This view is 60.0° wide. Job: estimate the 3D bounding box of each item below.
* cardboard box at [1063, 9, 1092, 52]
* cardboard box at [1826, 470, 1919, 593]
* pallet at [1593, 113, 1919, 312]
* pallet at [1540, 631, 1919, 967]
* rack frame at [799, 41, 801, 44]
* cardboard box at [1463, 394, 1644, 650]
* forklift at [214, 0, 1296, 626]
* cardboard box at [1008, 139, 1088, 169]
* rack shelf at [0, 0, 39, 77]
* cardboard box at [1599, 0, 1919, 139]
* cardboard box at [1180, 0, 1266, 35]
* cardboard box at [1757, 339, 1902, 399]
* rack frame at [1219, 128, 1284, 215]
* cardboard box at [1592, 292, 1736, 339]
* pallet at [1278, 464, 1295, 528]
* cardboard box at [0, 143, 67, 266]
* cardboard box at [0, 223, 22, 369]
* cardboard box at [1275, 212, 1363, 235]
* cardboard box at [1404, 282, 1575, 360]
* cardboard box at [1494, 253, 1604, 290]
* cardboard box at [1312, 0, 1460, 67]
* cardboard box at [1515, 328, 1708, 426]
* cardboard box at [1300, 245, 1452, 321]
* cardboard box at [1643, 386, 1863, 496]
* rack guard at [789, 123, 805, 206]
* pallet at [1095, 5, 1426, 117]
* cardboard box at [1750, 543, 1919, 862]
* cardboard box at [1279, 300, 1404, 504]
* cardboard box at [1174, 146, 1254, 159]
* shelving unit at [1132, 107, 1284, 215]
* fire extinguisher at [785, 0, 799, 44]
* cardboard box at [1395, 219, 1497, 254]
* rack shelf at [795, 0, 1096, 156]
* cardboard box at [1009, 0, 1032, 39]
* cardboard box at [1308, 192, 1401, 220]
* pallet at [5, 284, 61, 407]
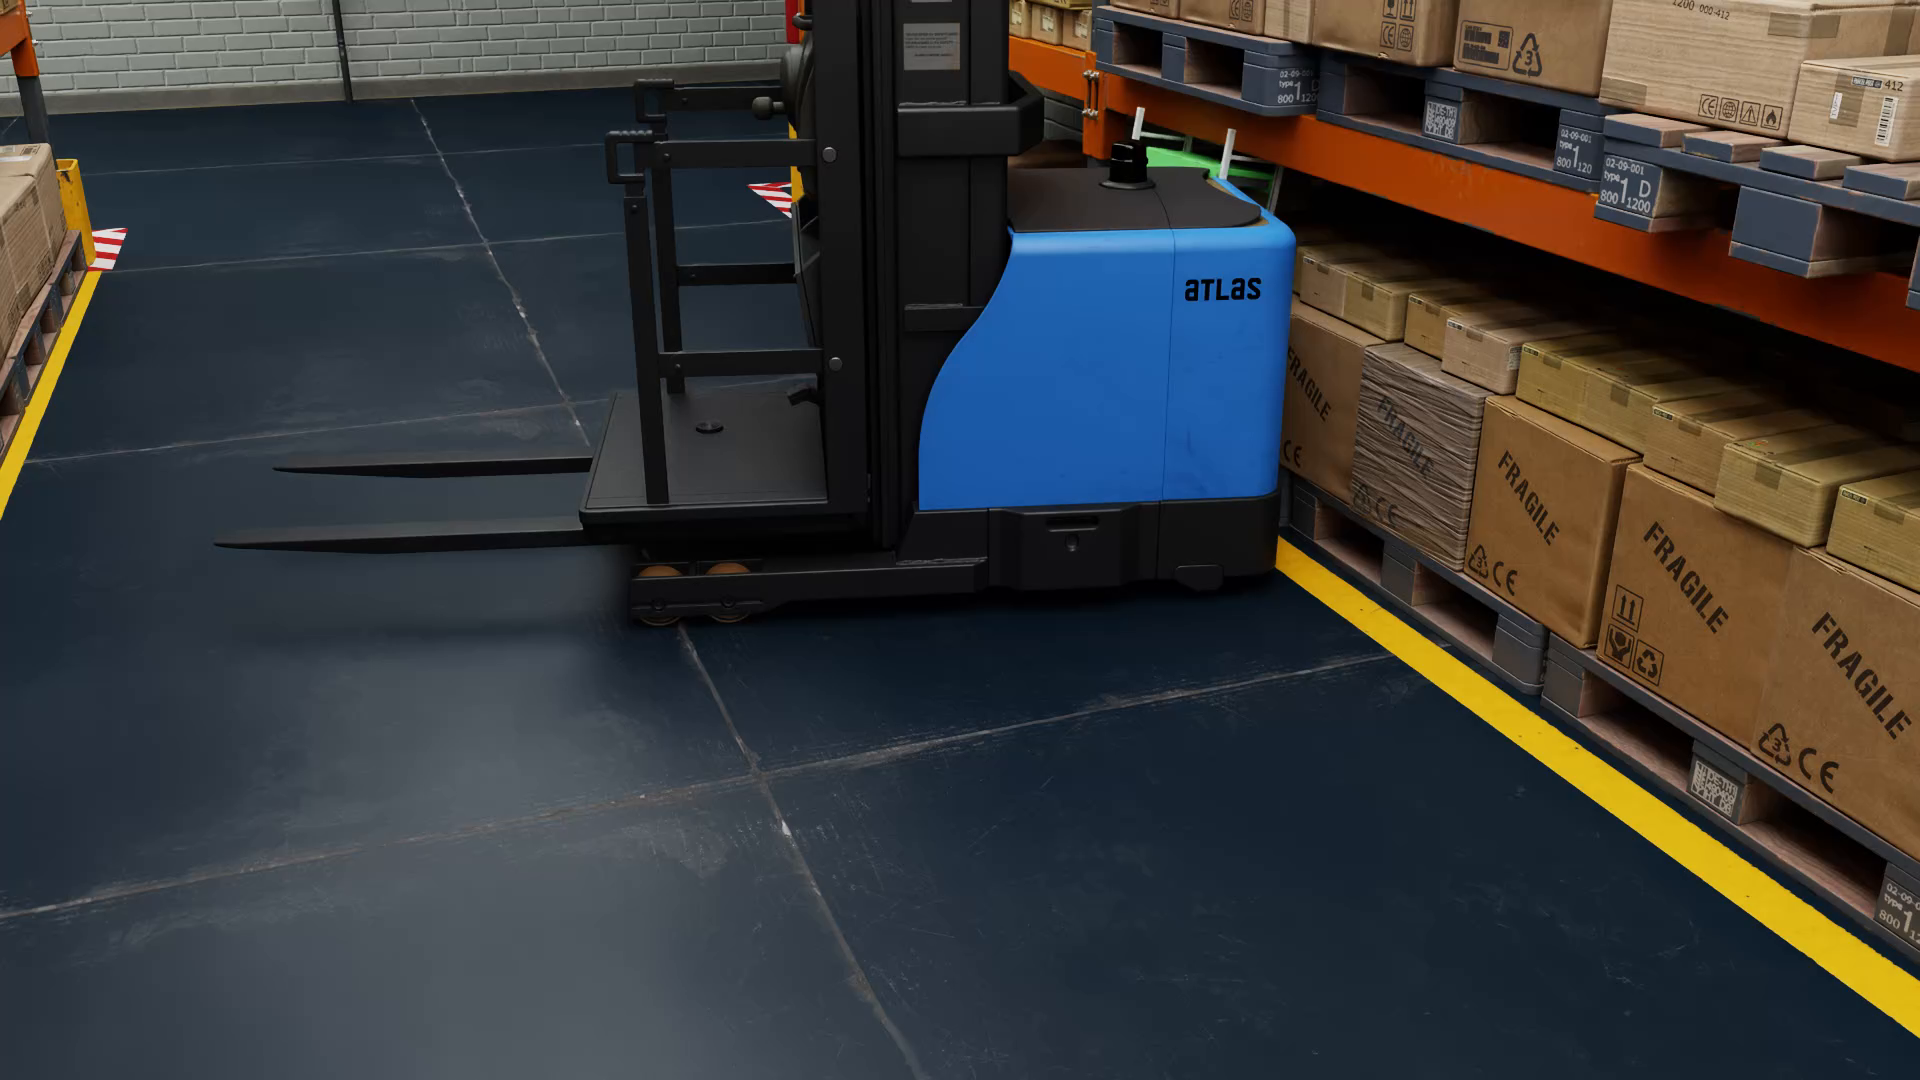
[{"bbox_3d":[0.616,-1.961,6.364,0.380,0.149,0.250,-8,24,-18],"label":"cardboard box"},{"bbox_3d":[1.967,-0.027,3.295,0.380,0.149,0.250,-10,25,-22],"label":"cardboard box"},{"bbox_3d":[2.073,-0.690,3.273,1.213,0.211,1.003,-8,24,-19],"label":"pallet"},{"bbox_3d":[2.150,0.466,3.872,1.003,0.211,1.213,-8,24,-19],"label":"pallet"},{"bbox_3d":[-0.448,-3.449,9.571,1.000,3.000,0.127,-8,24,-19],"label":"rack frame"},{"bbox_3d":[1.673,-0.081,4.258,0.500,0.500,0.500,-7,24,-17],"label":"cardboard box"},{"bbox_3d":[-0.619,-1.325,4.620,3.031,2.935,1.130,-2,23,-6],"label":"forklift"},{"bbox_3d":[0.312,-1.562,7.772,0.700,0.500,0.500,-9,25,-21],"label":"cardboard box"},{"bbox_3d":[-4.384,-1.708,6.367,1.077,0.370,4.000,-8,24,-19],"label":"rack shelf"},{"bbox_3d":[1.703,-1.005,3.426,0.500,0.250,0.500,-10,25,-21],"label":"cardboard box"},{"bbox_3d":[1.110,-1.840,5.085,0.700,0.500,0.500,-8,24,-18],"label":"cardboard box"},{"bbox_3d":[2.245,-0.406,4.194,0.380,0.149,0.250,-10,25,-21],"label":"cardboard box"},{"bbox_3d":[0.836,-0.699,5.338,0.240,1.200,0.015,-2,21,-31],"label":"rack frame"},{"bbox_3d":[1.979,-0.577,4.600,0.380,0.149,0.250,-8,24,-19],"label":"cardboard box"},{"bbox_3d":[1.288,-0.420,5.975,1.003,0.211,1.213,-8,24,-19],"label":"pallet"},{"bbox_3d":[-4.763,-1.553,7.831,0.875,0.438,0.875,-9,25,-21],"label":"cardboard box"},{"bbox_3d":[-4.115,-0.894,6.267,0.875,0.438,0.875,-9,25,-21],"label":"cardboard box"},{"bbox_3d":[1.115,-0.987,5.573,0.380,0.149,0.250,-10,25,-22],"label":"cardboard box"},{"bbox_3d":[1.486,-0.609,4.676,0.380,0.149,0.250,-8,24,-19],"label":"cardboard box"},{"bbox_3d":[1.862,-0.777,5.075,0.380,0.149,0.250,-8,24,-18],"label":"cardboard box"},{"bbox_3d":[1.387,-1.555,4.409,0.700,0.500,0.500,-8,24,-19],"label":"cardboard box"},{"bbox_3d":[1.650,-0.417,4.219,0.380,0.149,0.250,-9,24,-20],"label":"cardboard box"},{"bbox_3d":[1.277,-0.794,5.114,0.380,0.149,0.250,-8,24,-19],"label":"cardboard box"},{"bbox_3d":[1.790,-0.224,3.762,0.380,0.149,0.250,-9,25,-21],"label":"cardboard box"},{"bbox_3d":[-0.421,-2.269,9.991,1.175,0.500,0.348,-8,24,-19],"label":"rack guard"},{"bbox_3d":[1.145,-1.602,5.435,1.003,0.211,1.213,-8,24,-19],"label":"pallet"},{"bbox_3d":[2.028,0.292,3.373,0.500,0.500,0.500,-8,24,-17],"label":"cardboard box"},{"bbox_3d":[1.295,-0.456,5.149,0.500,0.500,0.500,-9,25,-21],"label":"cardboard box"},{"bbox_3d":[0.900,-1.315,5.966,0.380,0.149,0.250,-9,24,-20],"label":"cardboard box"},{"bbox_3d":[0.717,-0.783,5.534,0.258,1.200,0.503,-2,21,-31],"label":"shelving unit"},{"bbox_3d":[-0.932,-3.231,9.635,0.296,0.674,0.183,-8,24,-19],"label":"fire extinguisher"},{"bbox_3d":[1.672,-0.970,5.533,0.380,0.149,0.250,-10,25,-22],"label":"cardboard box"},{"bbox_3d":[0.259,-2.391,7.986,1.077,0.370,4.000,-8,24,-19],"label":"rack shelf"},{"bbox_3d":[0.390,-2.144,6.797,0.380,0.149,0.250,-8,24,-18],"label":"cardboard box"},{"bbox_3d":[1.463,-1.147,5.952,0.380,0.149,0.250,-8,24,-19],"label":"cardboard box"},{"bbox_3d":[-4.307,-0.759,6.779,1.003,0.211,1.213,-8,24,-19],"label":"pallet"}]
